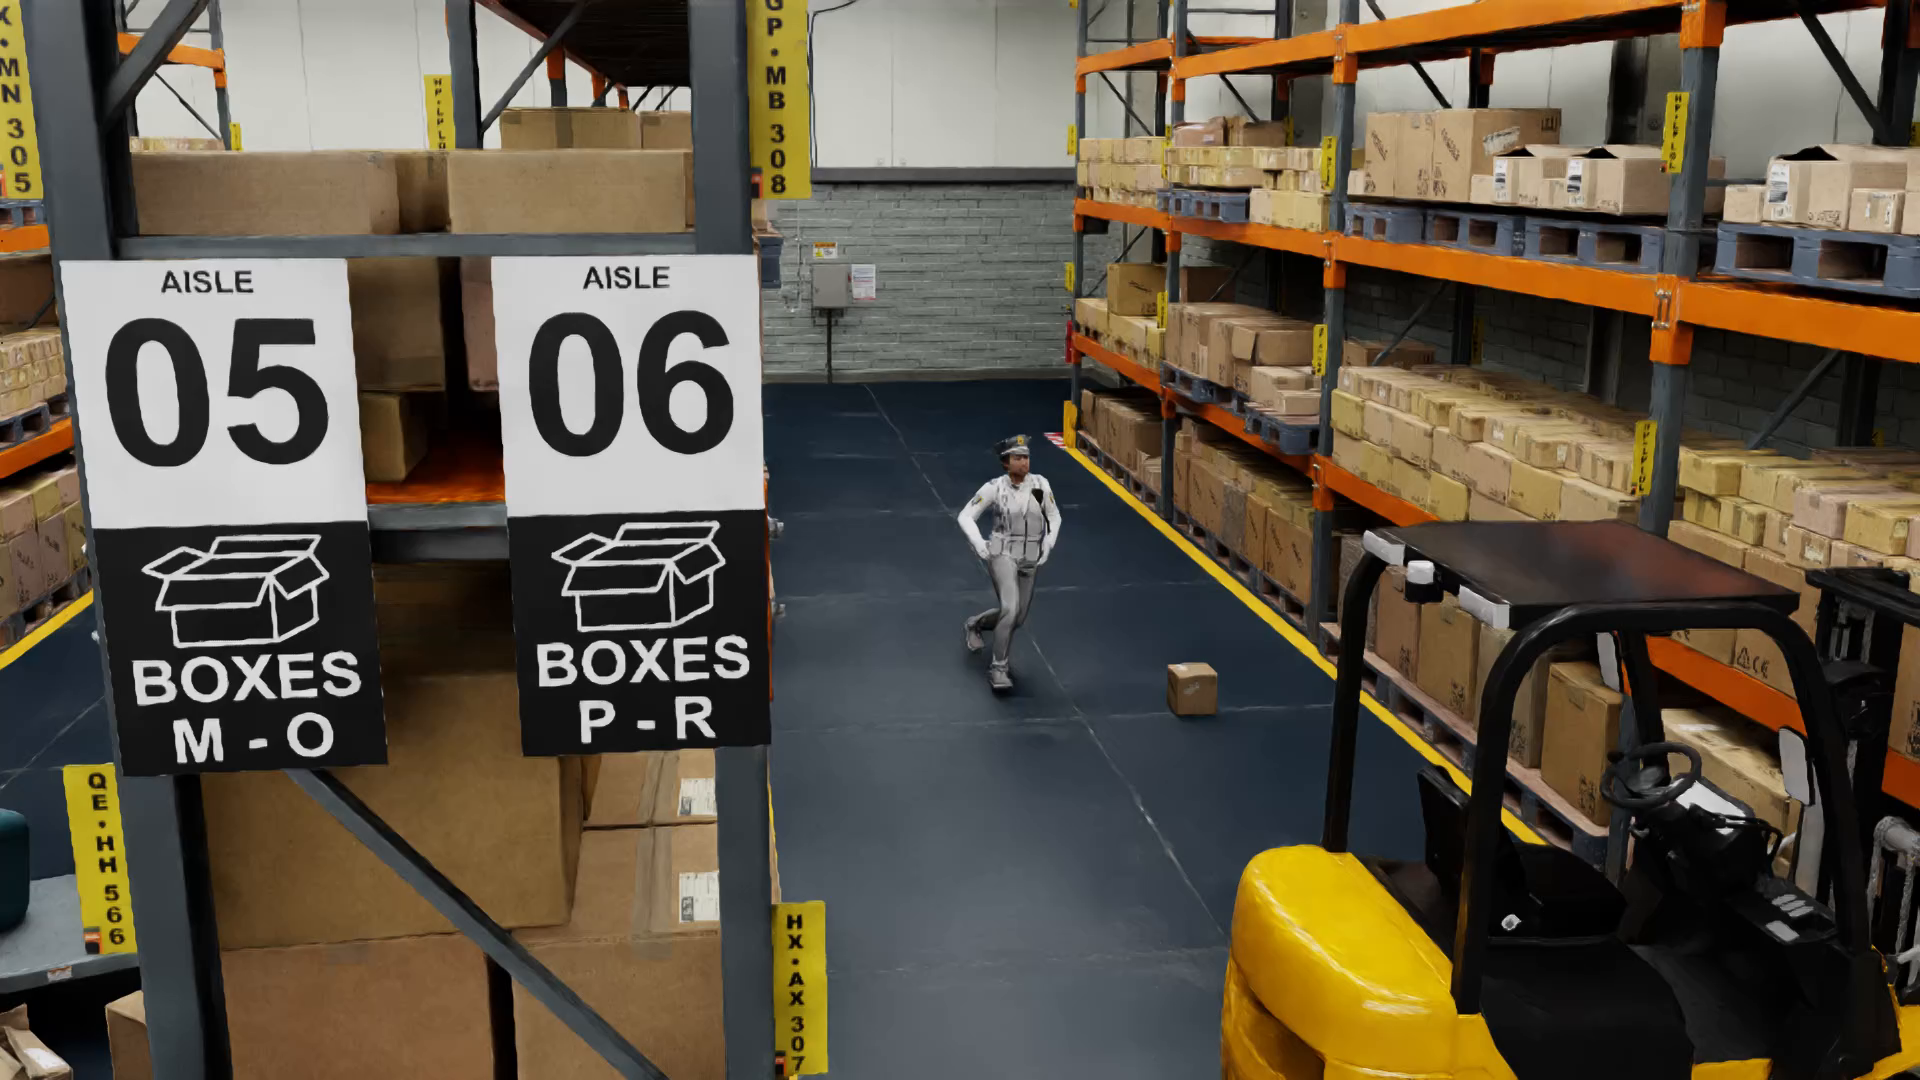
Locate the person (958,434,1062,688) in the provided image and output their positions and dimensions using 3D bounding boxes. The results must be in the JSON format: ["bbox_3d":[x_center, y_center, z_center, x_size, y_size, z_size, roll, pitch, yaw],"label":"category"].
[{"bbox_3d":[0.344,0.083,10.770,0.685,1.562,0.919,-7,15,-28],"label":"person"}]
